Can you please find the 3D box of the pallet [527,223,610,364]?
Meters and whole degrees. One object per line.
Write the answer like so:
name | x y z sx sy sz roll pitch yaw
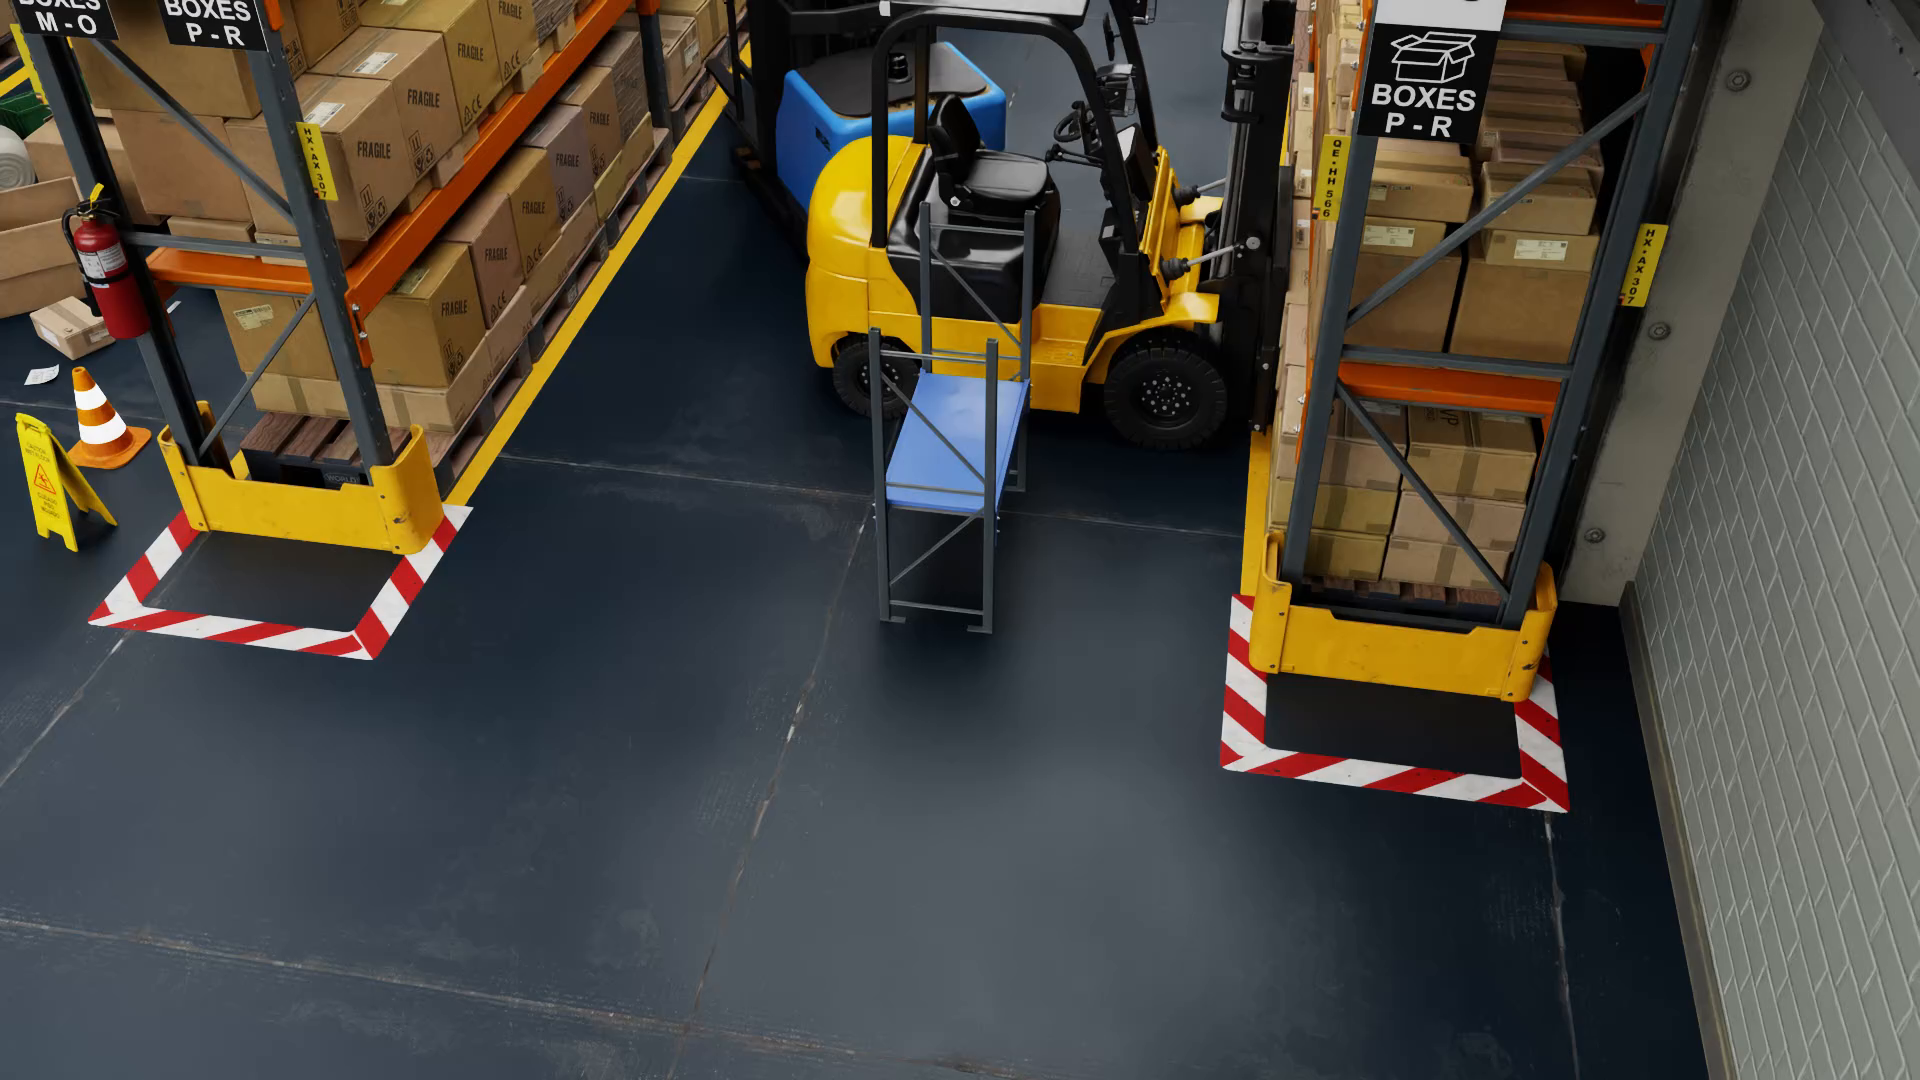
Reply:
pallet | -2.650 -1.448 9.336 1.003 0.211 1.213 6 40 8

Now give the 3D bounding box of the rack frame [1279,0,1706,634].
rack frame | 1.837 -0.661 6.195 1.000 3.000 0.127 6 40 8

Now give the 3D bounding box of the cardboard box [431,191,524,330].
cardboard box | -2.551 -1.416 8.349 0.500 0.500 0.500 5 40 6

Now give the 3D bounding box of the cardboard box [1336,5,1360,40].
cardboard box | 1.928 -2.320 7.615 0.380 0.149 0.250 6 40 7

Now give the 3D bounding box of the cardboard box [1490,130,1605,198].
cardboard box | 2.213 -1.411 6.282 0.380 0.149 0.250 8 40 9

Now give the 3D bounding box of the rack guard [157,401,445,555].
rack guard | -3.039 -0.290 7.709 1.175 0.500 0.348 6 40 8

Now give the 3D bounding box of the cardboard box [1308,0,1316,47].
cardboard box | 2.879 -3.705 11.411 0.875 0.625 0.625 5 40 6

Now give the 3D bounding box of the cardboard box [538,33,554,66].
cardboard box | -2.362 -2.589 8.724 0.380 0.149 0.250 6 40 7

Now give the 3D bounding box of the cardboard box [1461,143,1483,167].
cardboard box | 2.182 -1.454 6.567 0.380 0.149 0.250 6 40 7

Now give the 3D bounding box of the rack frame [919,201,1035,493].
rack frame | 0.073 -0.844 7.593 0.500 1.500 0.032 6 40 8

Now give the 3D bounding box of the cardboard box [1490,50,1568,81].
cardboard box | 2.294 -1.901 6.874 0.380 0.149 0.250 8 40 9

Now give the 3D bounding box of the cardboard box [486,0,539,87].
cardboard box | -2.444 -2.591 8.218 0.500 0.500 0.500 6 40 7

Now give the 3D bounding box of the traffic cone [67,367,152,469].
traffic cone | -4.248 -0.640 8.161 0.336 0.463 0.334 6 40 8

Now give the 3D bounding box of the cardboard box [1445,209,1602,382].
cardboard box | 2.196 -0.980 6.502 0.500 0.500 0.500 8 40 9

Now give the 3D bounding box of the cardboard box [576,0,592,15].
cardboard box | -2.274 -3.072 9.308 0.380 0.149 0.250 7 40 8

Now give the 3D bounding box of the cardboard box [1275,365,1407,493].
cardboard box | 1.610 -0.472 7.010 0.500 0.250 0.500 8 40 9

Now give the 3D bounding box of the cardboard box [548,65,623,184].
cardboard box | -2.284 -2.387 9.523 0.500 0.500 0.500 7 40 8

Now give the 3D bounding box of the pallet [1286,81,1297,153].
pallet | 2.618 -2.563 10.684 1.003 0.211 1.213 6 40 8

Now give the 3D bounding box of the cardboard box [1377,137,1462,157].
cardboard box | 1.704 -1.470 6.353 0.380 0.149 0.250 6 40 8

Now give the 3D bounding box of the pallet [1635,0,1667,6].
pallet | 1.985 -2.224 5.801 1.003 0.211 1.213 6 40 8

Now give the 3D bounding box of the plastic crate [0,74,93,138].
plastic crate | -5.993 -2.883 11.045 0.450 0.188 0.662 20 43 37

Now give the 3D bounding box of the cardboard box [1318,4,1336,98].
cardboard box | 2.035 -2.313 8.116 0.500 0.500 0.500 6 40 7

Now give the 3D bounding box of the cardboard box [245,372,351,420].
cardboard box | -3.173 -0.860 8.264 0.500 0.250 0.500 6 40 7

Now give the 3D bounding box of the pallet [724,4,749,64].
pallet | -2.018 -3.898 12.299 1.003 0.211 1.213 6 40 8

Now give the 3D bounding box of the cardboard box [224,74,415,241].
cardboard box | -2.697 -1.626 7.050 0.500 0.500 0.500 6 40 7

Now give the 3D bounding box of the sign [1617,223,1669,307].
sign | 2.383 -0.960 5.816 0.100 0.325 0.005 6 40 8

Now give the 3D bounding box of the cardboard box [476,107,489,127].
cardboard box | -2.547 -2.110 8.145 0.380 0.149 0.250 8 40 9

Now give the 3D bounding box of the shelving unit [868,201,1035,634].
shelving unit | -0.015 -0.524 7.207 0.538 1.500 1.048 6 40 8

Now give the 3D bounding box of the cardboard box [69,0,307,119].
cardboard box | -3.179 -2.089 6.826 0.700 0.500 0.500 5 40 7

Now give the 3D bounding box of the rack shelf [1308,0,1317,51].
rack shelf | 2.876 -4.149 10.979 1.077 0.370 4.000 6 40 8

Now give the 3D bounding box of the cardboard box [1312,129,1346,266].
cardboard box | 1.763 -1.362 6.965 0.500 0.500 0.500 8 40 9

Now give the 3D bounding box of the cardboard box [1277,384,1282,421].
cardboard box | 1.711 -0.609 7.569 0.500 0.250 0.500 6 40 7

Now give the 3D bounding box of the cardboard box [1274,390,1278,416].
cardboard box | 1.798 -0.717 8.091 0.500 0.250 0.500 7 40 8

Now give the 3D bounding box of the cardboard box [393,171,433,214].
cardboard box | -2.634 -1.617 7.549 0.380 0.149 0.250 5 40 6

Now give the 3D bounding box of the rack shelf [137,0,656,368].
rack shelf | -2.706 -2.184 8.602 1.077 0.370 4.000 6 40 8

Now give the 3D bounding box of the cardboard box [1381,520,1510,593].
cardboard box | 2.115 -0.050 7.284 0.500 0.250 0.500 7 40 8

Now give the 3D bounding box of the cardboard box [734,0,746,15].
cardboard box | -2.032 -4.083 12.067 0.950 0.372 0.625 8 40 9

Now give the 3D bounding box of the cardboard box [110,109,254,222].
cardboard box | -3.230 -1.730 7.176 0.500 0.500 0.500 6 40 7

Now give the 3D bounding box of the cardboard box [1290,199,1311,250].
cardboard box | 1.865 -1.428 8.166 0.500 0.250 0.500 6 40 7

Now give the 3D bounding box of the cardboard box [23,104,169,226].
cardboard box | -5.088 -2.265 9.989 0.797 0.637 0.503 6 40 8

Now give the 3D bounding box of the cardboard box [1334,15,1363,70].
cardboard box | 1.814 -2.124 7.144 0.380 0.149 0.250 7 40 9

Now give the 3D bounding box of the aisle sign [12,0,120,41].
aisle sign | -3.349 -2.201 6.018 0.394 0.787 0.004 6 40 8

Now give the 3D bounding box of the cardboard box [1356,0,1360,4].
cardboard box | 2.037 -2.590 7.707 0.380 0.149 0.250 6 40 7

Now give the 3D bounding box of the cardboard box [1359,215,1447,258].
cardboard box | 1.621 -1.198 6.257 0.380 0.149 0.250 7 40 8

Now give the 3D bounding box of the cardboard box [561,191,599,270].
cardboard box | -2.372 -1.764 9.357 0.500 0.250 0.500 7 40 8

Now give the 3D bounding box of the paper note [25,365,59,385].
paper note | -4.849 -0.874 8.783 0.148 0.019 0.142 -6 40 -8

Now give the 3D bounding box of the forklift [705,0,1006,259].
forklift | -0.804 -3.447 9.619 1.130 2.935 3.031 -16 42 -19

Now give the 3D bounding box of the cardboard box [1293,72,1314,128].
cardboard box | 2.137 -2.390 9.330 0.500 0.250 0.500 6 40 7

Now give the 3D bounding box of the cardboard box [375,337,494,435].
cardboard box | -2.640 -0.784 8.172 0.500 0.250 0.500 6 40 7
